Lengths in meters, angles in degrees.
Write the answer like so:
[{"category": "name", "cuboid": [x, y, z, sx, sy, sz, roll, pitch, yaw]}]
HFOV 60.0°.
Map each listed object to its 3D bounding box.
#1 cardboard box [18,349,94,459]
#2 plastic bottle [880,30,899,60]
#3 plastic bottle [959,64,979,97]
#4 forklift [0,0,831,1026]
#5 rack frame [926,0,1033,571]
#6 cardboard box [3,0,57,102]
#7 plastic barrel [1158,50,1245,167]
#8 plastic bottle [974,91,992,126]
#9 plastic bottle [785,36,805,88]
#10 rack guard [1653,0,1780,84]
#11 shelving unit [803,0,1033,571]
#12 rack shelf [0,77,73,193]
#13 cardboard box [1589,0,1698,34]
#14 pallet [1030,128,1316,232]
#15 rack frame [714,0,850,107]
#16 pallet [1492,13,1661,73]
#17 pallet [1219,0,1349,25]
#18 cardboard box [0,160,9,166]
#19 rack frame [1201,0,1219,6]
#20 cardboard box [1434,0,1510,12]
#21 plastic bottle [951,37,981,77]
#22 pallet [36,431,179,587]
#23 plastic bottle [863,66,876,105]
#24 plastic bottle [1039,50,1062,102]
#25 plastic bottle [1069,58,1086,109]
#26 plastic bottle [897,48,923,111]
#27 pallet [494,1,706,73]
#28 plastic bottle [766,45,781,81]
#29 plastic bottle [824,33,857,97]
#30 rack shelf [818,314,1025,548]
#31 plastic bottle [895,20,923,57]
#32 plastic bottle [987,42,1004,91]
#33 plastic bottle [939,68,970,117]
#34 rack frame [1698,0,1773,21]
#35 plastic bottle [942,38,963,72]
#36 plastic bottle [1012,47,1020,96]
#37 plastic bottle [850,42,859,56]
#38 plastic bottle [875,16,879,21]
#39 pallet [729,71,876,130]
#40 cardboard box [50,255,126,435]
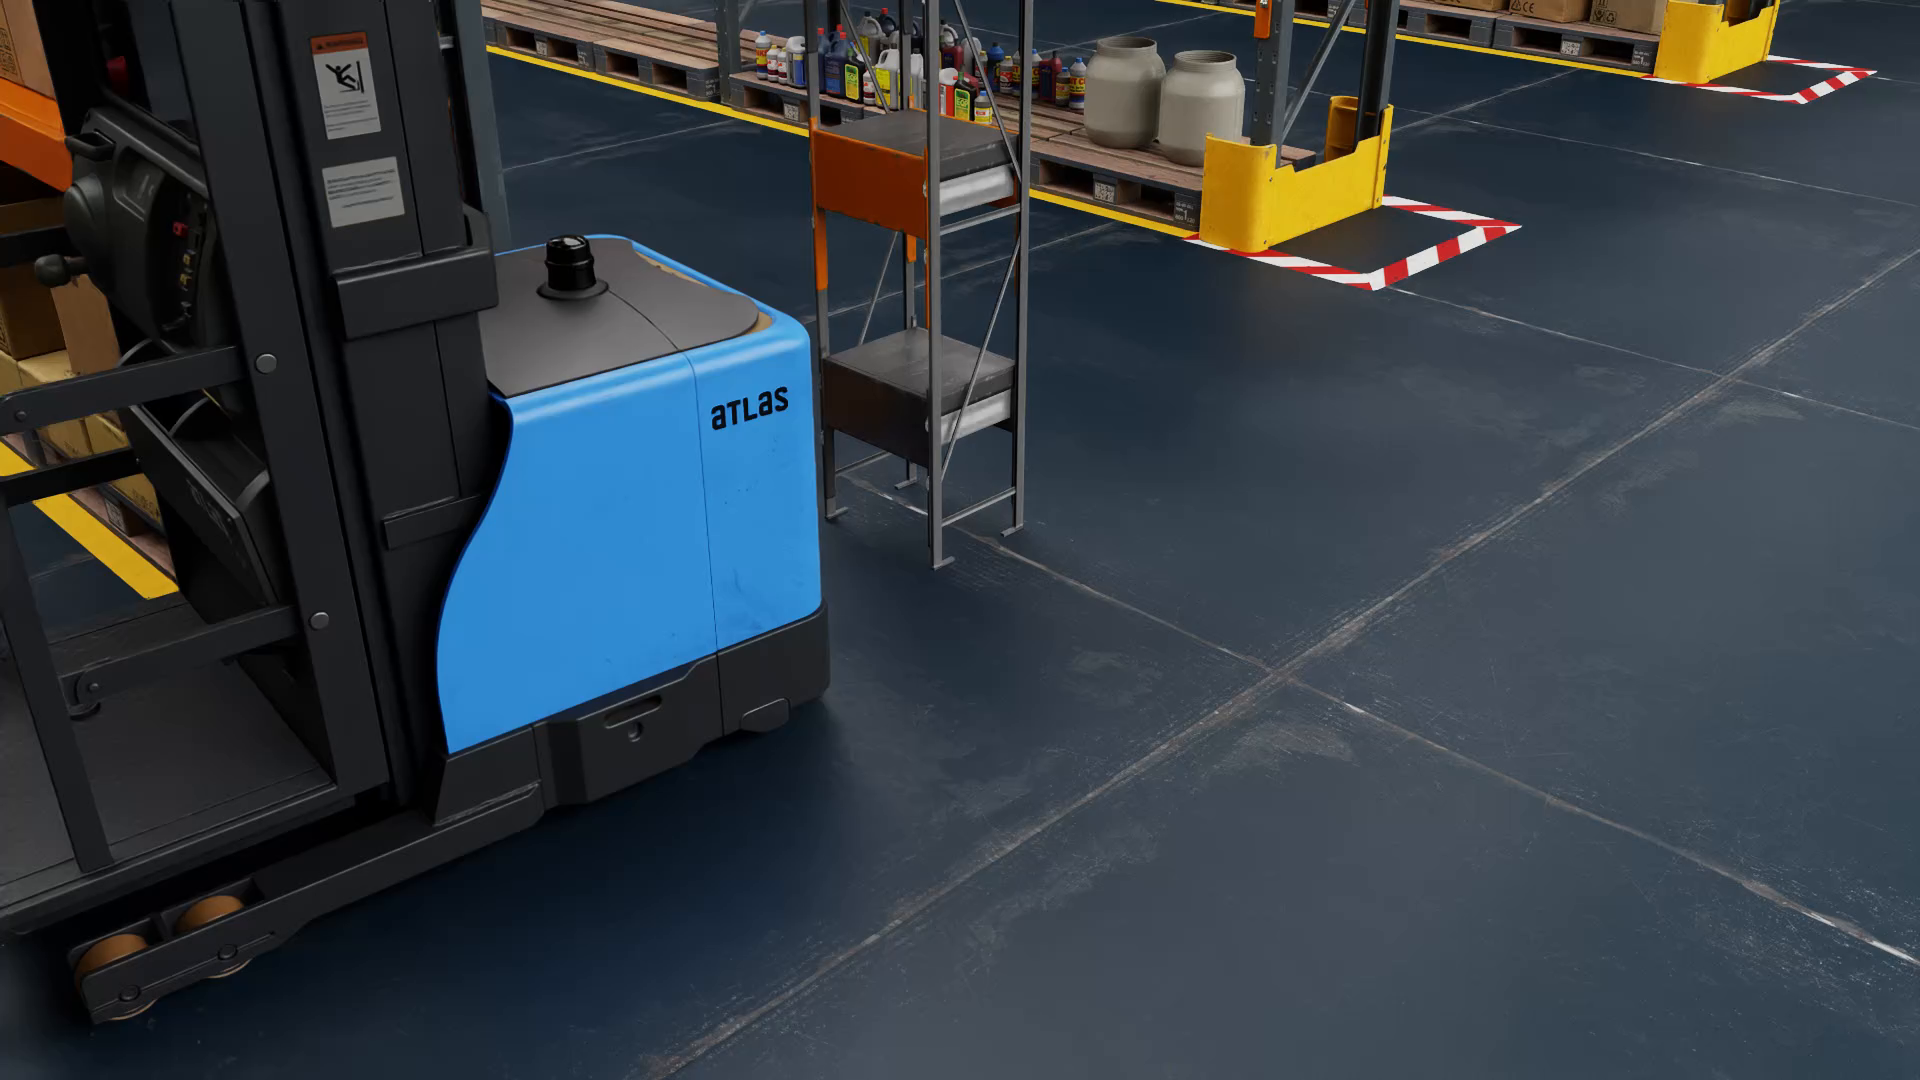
[{"category": "cardboard box", "cuboid": [-2.688, -0.467, 5.418, 0.500, 0.250, 0.500, 25, 36, 38]}, {"category": "plastic bottle", "cuboid": [-0.398, -2.964, 10.118, 0.135, 0.276, 0.152, 25, 36, 38]}, {"category": "plastic bottle", "cuboid": [0.039, -2.477, 9.185, 0.133, 0.283, 0.061, 25, 36, 38]}, {"category": "forklift", "cuboid": [-1.804, -0.598, 3.239, 3.031, 2.935, 1.130, -21, 34, -34]}, {"category": "rack frame", "cuboid": [0.056, -0.904, 4.713, 0.015, 2.100, 0.400, 25, 36, 38]}, {"category": "cardboard box", "cuboid": [-2.435, -1.632, 5.024, 0.700, 0.500, 0.500, -24, 36, -38]}, {"category": "plastic barrel", "cuboid": [1.219, -2.179, 8.392, 0.421, 0.512, 0.421, 0, 28, 0]}, {"category": "plastic bottle", "cuboid": [0.125, -2.314, 8.962, 0.097, 0.201, 0.097, 0, 28, 0]}, {"category": "plastic bottle", "cuboid": [-0.940, -2.853, 9.906, 0.152, 0.276, 0.135, -24, 36, -37]}, {"category": "rack guard", "cuboid": [5.161, -3.467, 11.305, 0.348, 0.500, 1.175, 25, 36, 38]}, {"category": "shelving unit", "cuboid": [-0.118, -0.983, 4.864, 0.503, 2.100, 0.431, 25, 36, 38]}, {"category": "rack shelf", "cuboid": [-3.159, -1.596, 5.835, 4.000, 0.370, 1.077, 25, 36, 38]}, {"category": "cardboard box", "cuboid": [4.781, -3.837, 11.559, 0.500, 0.500, 0.500, -18, 33, -30]}, {"category": "pallet", "cuboid": [1.080, -1.946, 8.724, 1.213, 0.211, 1.003, 25, 36, 38]}, {"category": "rack frame", "cuboid": [-1.110, -4.210, 10.033, 0.127, 3.000, 1.000, 25, 36, 38]}, {"category": "pallet", "cuboid": [4.606, -3.616, 11.899, 1.213, 0.211, 1.003, 25, 36, 38]}, {"category": "pallet", "cuboid": [2.866, -4.412, 13.413, 1.213, 0.211, 1.003, 25, 36, 38]}, {"category": "cardboard box", "cuboid": [-3.403, -1.124, 5.862, 0.500, 0.500, 0.500, 25, 36, 38]}, {"category": "rack frame", "cuboid": [2.362, -5.853, 13.159, 0.127, 3.000, 1.000, 25, 36, 38]}, {"category": "cardboard box", "cuboid": [3.898, -4.231, 12.308, 0.500, 0.500, 0.500, -21, 34, -35]}, {"category": "plastic bottle", "cuboid": [0.032, -2.862, 9.924, 0.152, 0.276, 0.135, -25, 36, -38]}, {"category": "pallet", "cuboid": [-2.308, -0.263, 5.524, 1.213, 0.211, 1.003, 25, 36, 38]}, {"category": "plastic bottle", "cuboid": [-0.505, -2.603, 9.511, 0.097, 0.201, 0.097, 0, 28, 0]}, {"category": "plastic bottle", "cuboid": [0.519, -2.672, 9.554, 0.061, 0.283, 0.133, -25, 36, -38]}, {"category": "plastic bottle", "cuboid": [0.668, -2.587, 9.405, 0.097, 0.271, 0.097, 0, 28, 0]}, {"category": "plastic bottle", "cuboid": [-0.255, -2.570, 9.288, 0.144, 0.351, 0.185, -24, 36, -37]}, {"category": "pallet", "cuboid": [-2.571, -3.617, 11.902, 1.213, 0.211, 1.003, 25, 36, 38]}, {"category": "plastic bottle", "cuboid": [-1.118, -2.883, 10.044, 0.097, 0.201, 0.097, 0, 28, 0]}, {"category": "plastic bottle", "cuboid": [-0.691, -2.769, 9.667, 0.185, 0.351, 0.144, 23, 35, 36]}, {"category": "rack shelf", "cuboid": [-0.118, -0.352, 5.196, 0.480, 0.518, 0.431, 25, 36, 38]}, {"category": "plastic bottle", "cuboid": [-0.312, -3.055, 10.210, 0.185, 0.351, 0.144, 22, 35, 36]}, {"category": "plastic bottle", "cuboid": [0.208, -2.797, 9.805, 0.097, 0.271, 0.097, 0, 28, 0]}, {"category": "plastic bottle", "cuboid": [-0.035, -2.439, 9.119, 0.135, 0.276, 0.152, 25, 37, 39]}, {"category": "rack frame", "cuboid": [5.215, -4.548, 10.677, 0.127, 3.000, 1.000, 25, 36, 38]}, {"category": "plastic bottle", "cuboid": [-0.043, -2.830, 9.854, 0.133, 0.283, 0.061, 25, 36, 38]}, {"category": "plastic bottle", "cuboid": [0.352, -2.731, 9.680, 0.097, 0.271, 0.097, 0, 28, 0]}, {"category": "plastic bottle", "cuboid": [-0.637, -2.788, 9.789, 0.097, 0.271, 0.097, 0, 28, 0]}, {"category": "plastic bottle", "cuboid": [-0.536, -3.155, 10.472, 0.061, 0.283, 0.133, -23, 36, -37]}, {"category": "pallet", "cuboid": [-0.660, -2.742, 10.239, 1.213, 0.211, 1.003, 25, 36, 38]}, {"category": "cardboard box", "cuboid": [-2.324, -0.639, 4.939, 0.500, 0.500, 0.500, 25, 36, 38]}]
